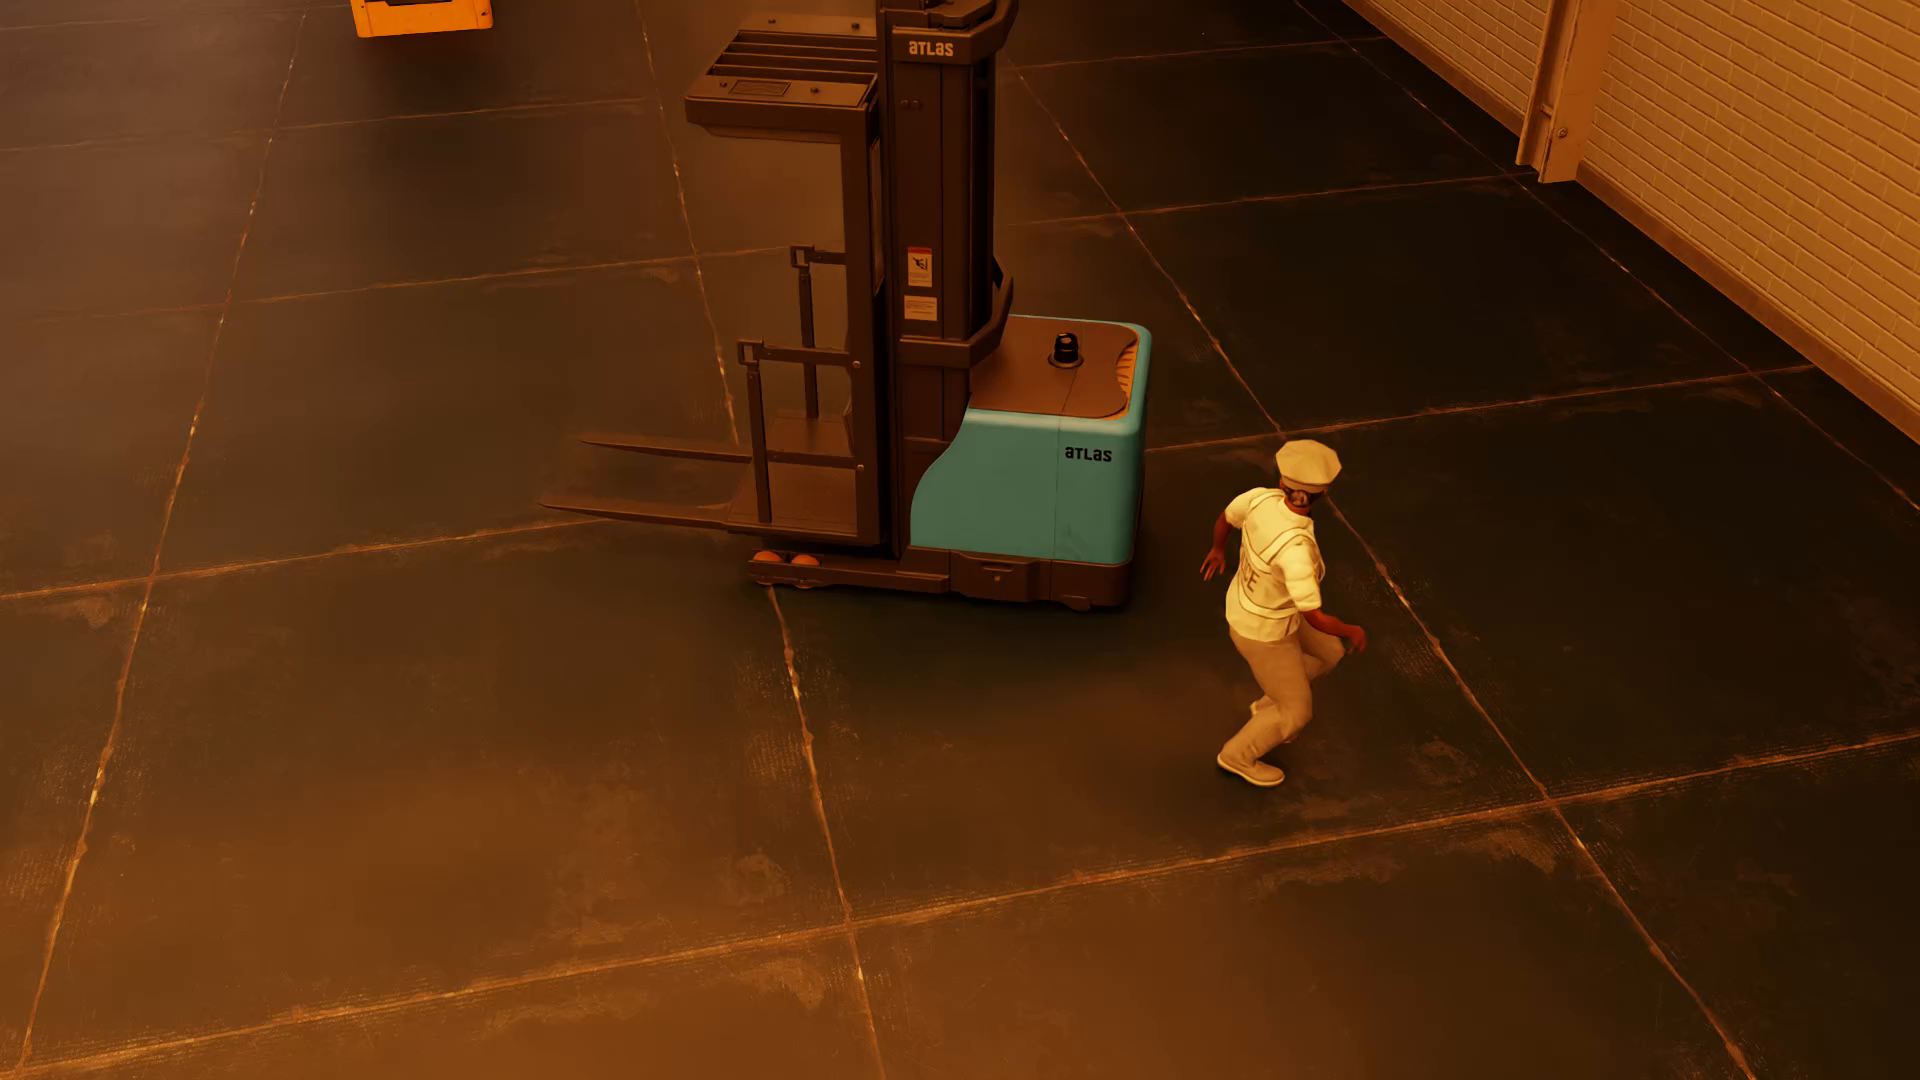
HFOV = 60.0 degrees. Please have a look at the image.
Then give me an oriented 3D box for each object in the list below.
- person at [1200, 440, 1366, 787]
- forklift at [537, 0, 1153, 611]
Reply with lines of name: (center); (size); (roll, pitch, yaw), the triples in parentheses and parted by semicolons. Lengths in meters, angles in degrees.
person: (1.308, 0.319, 6.786); (0.681, 1.614, 0.633); (6, 36, 8)
forklift: (-0.602, -1.247, 7.783); (3.031, 2.935, 1.130); (5, 36, 7)
